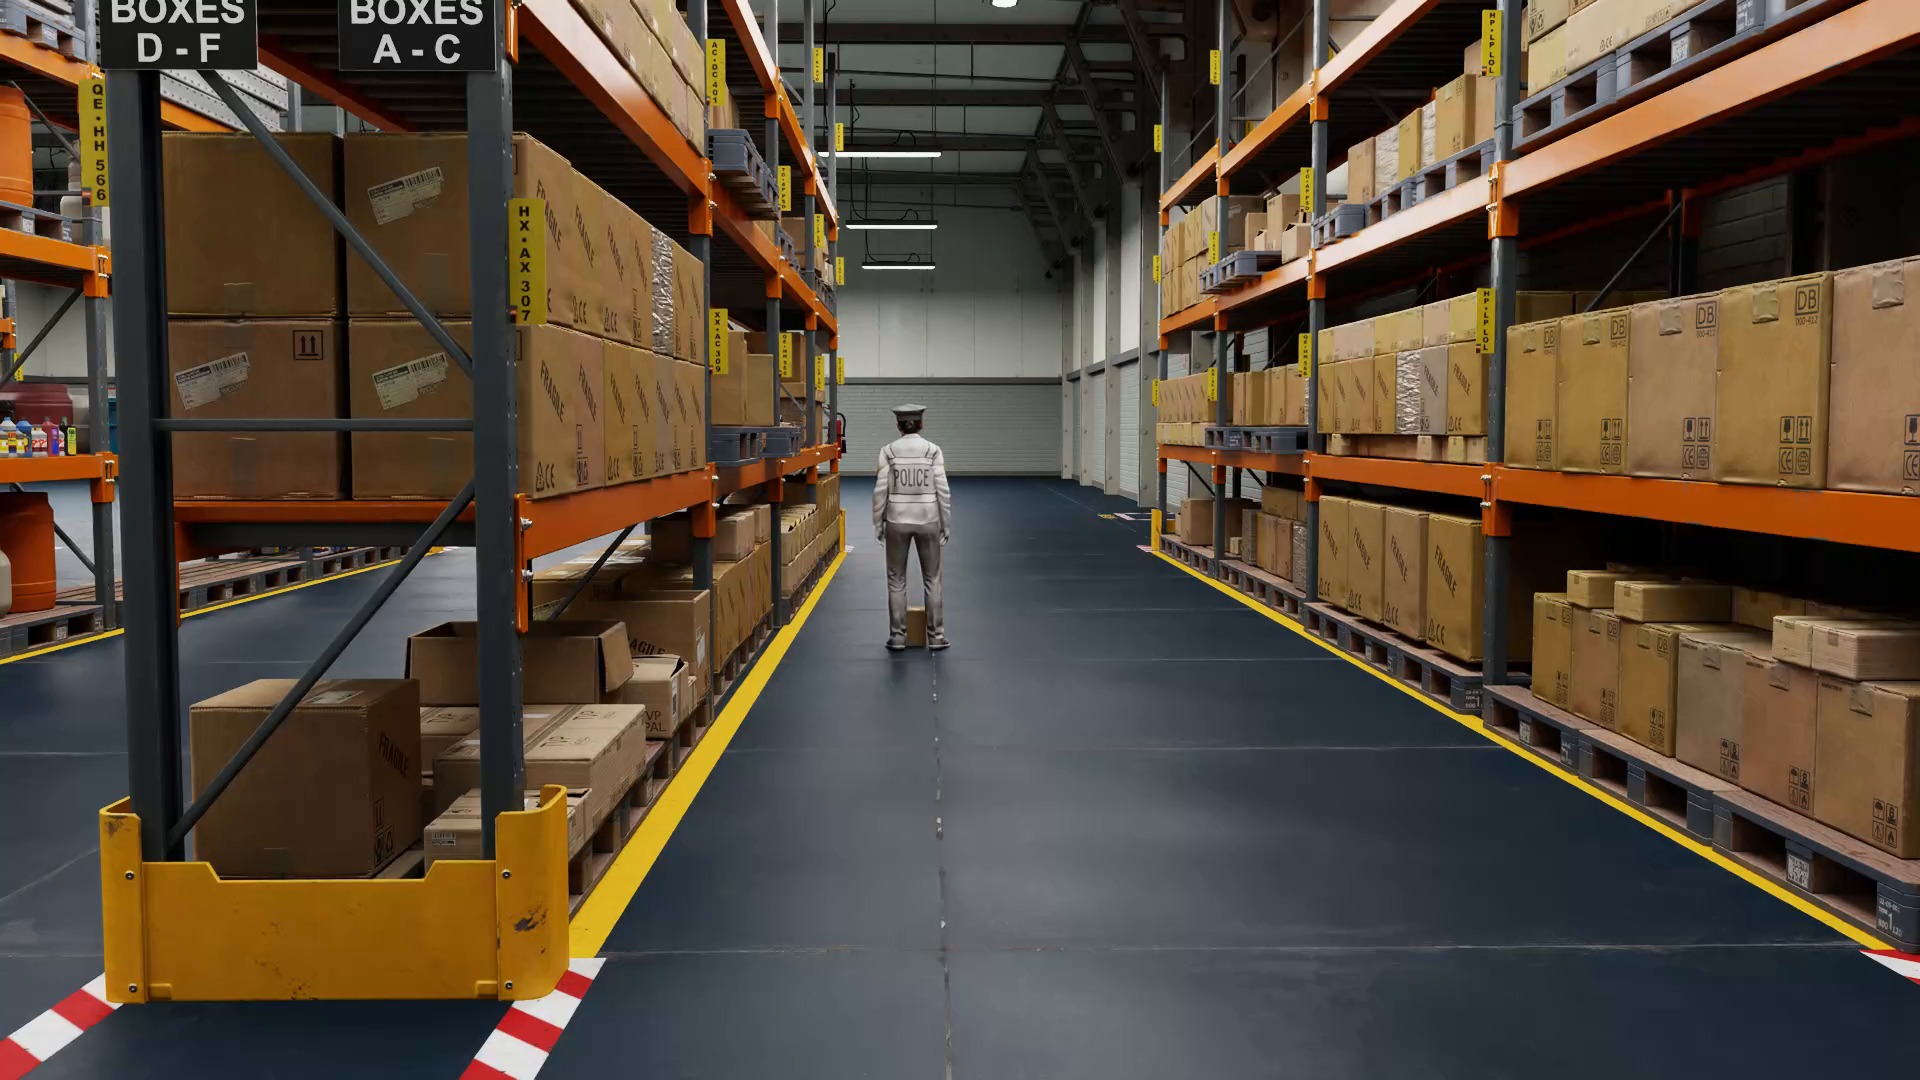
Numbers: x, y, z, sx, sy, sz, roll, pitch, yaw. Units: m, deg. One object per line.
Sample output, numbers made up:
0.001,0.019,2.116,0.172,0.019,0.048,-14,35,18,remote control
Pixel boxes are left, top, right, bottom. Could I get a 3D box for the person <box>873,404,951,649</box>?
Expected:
-0.325,-0.089,11.277,0.528,1.664,0.372,0,4,-1,person
